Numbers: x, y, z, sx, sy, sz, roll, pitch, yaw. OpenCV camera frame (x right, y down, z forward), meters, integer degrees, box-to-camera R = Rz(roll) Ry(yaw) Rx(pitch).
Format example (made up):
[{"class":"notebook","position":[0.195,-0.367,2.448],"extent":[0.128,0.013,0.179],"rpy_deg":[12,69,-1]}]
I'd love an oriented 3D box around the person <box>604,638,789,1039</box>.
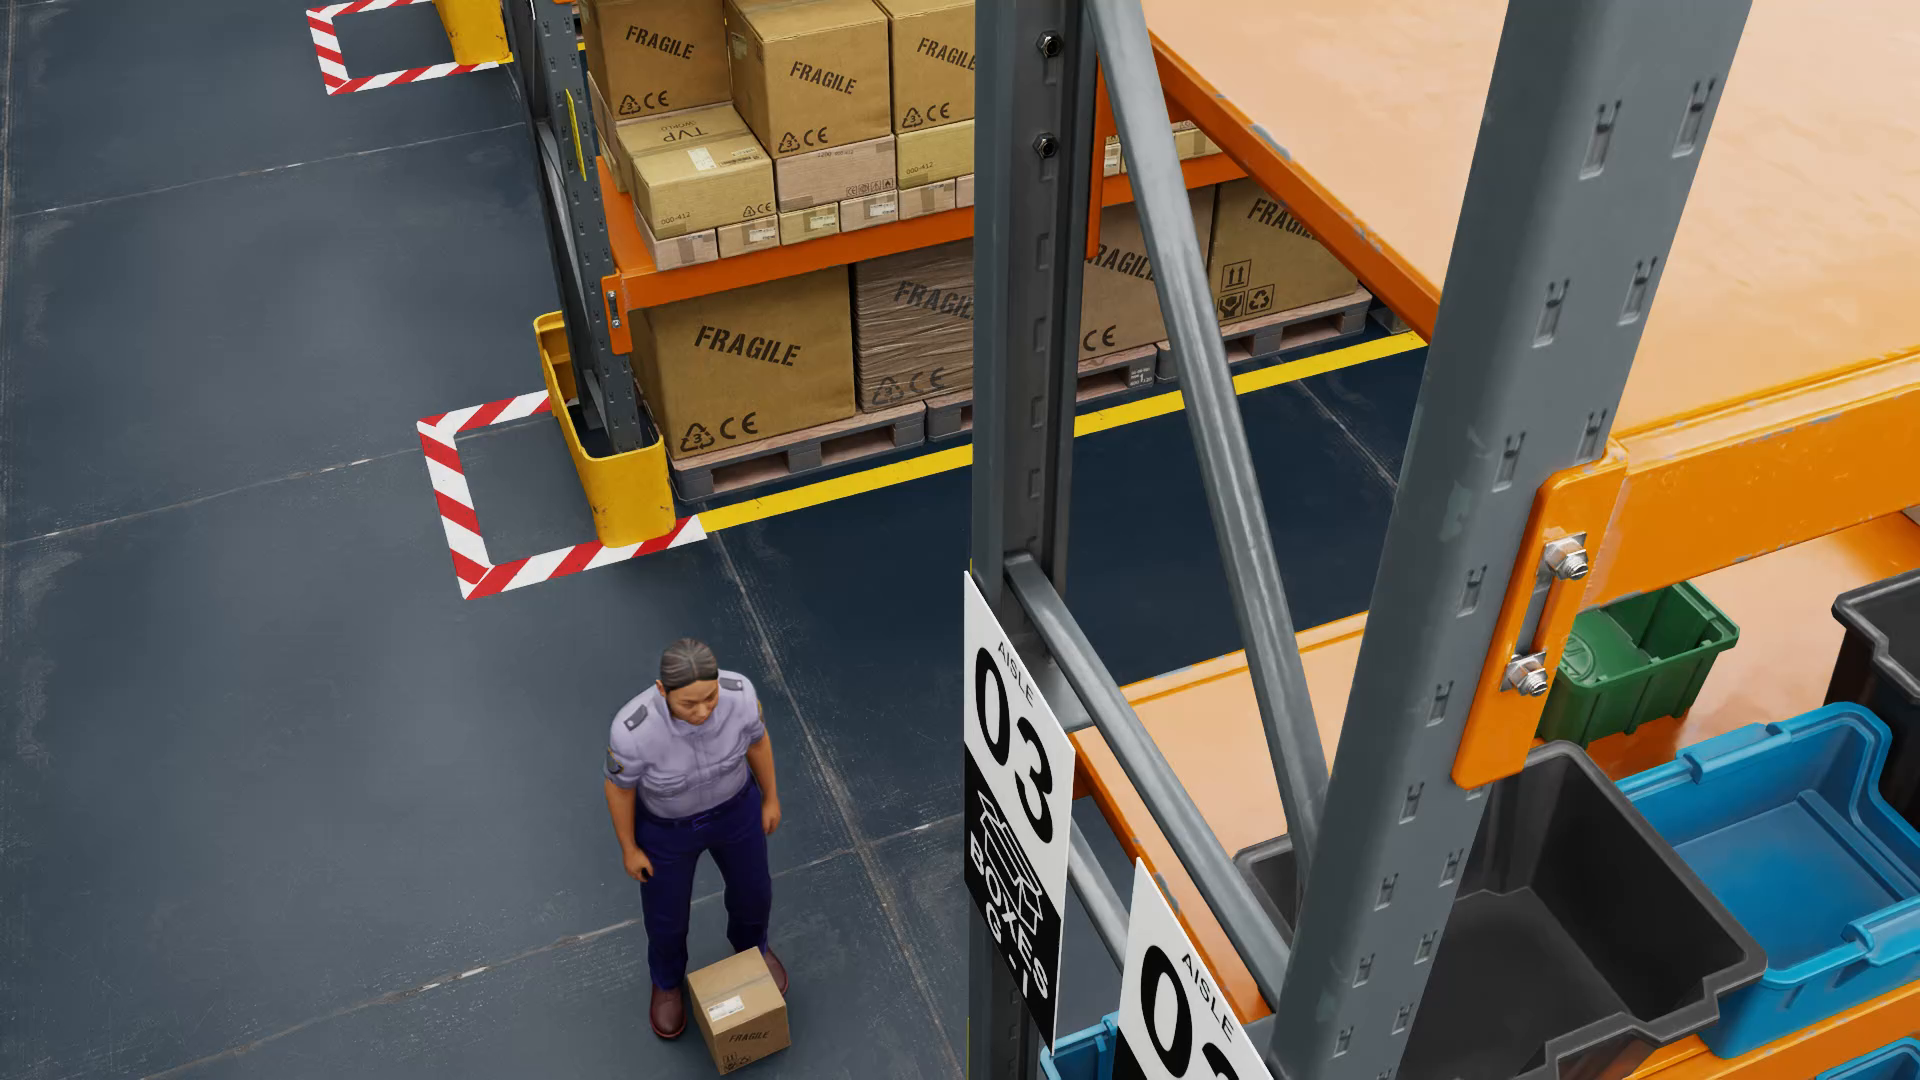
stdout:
[{"class":"person","position":[-0.824,0.887,5.184],"extent":[0.560,1.647,0.375],"rpy_deg":[-18,45,-19]}]
